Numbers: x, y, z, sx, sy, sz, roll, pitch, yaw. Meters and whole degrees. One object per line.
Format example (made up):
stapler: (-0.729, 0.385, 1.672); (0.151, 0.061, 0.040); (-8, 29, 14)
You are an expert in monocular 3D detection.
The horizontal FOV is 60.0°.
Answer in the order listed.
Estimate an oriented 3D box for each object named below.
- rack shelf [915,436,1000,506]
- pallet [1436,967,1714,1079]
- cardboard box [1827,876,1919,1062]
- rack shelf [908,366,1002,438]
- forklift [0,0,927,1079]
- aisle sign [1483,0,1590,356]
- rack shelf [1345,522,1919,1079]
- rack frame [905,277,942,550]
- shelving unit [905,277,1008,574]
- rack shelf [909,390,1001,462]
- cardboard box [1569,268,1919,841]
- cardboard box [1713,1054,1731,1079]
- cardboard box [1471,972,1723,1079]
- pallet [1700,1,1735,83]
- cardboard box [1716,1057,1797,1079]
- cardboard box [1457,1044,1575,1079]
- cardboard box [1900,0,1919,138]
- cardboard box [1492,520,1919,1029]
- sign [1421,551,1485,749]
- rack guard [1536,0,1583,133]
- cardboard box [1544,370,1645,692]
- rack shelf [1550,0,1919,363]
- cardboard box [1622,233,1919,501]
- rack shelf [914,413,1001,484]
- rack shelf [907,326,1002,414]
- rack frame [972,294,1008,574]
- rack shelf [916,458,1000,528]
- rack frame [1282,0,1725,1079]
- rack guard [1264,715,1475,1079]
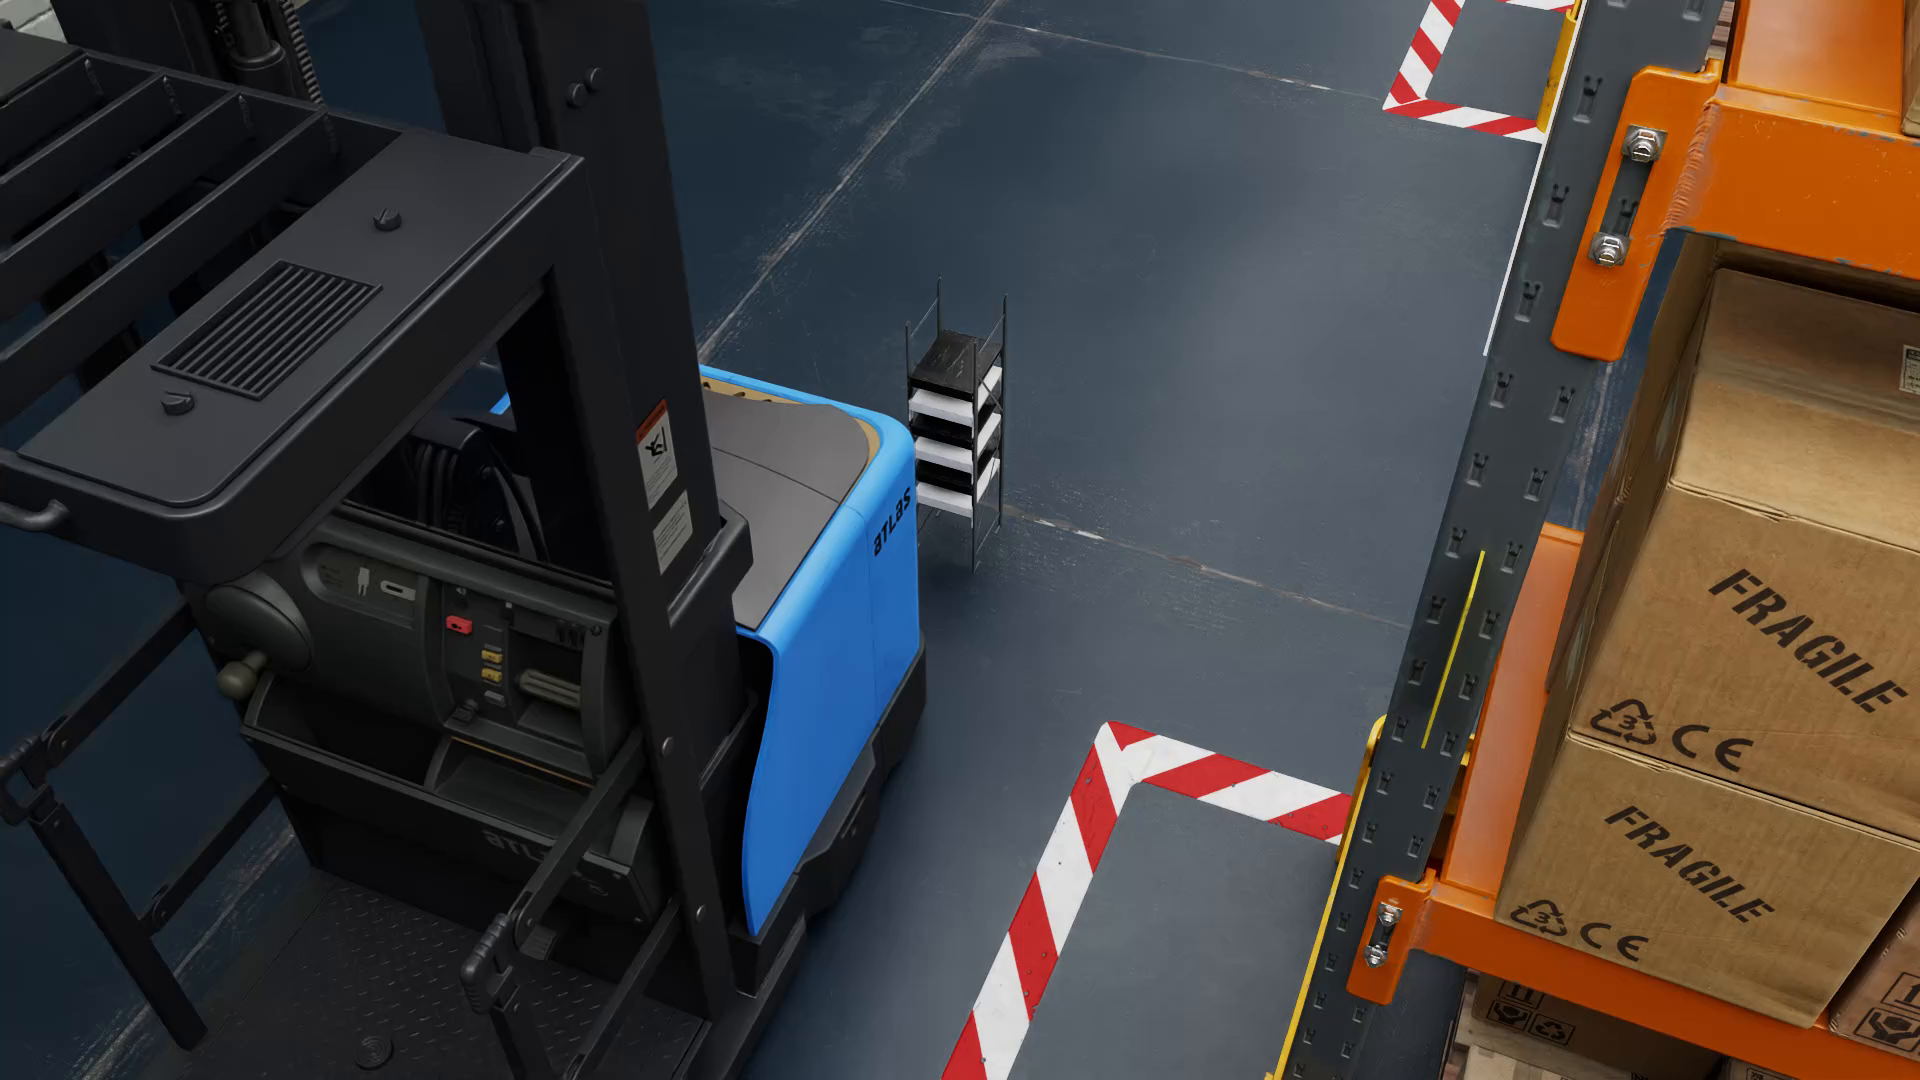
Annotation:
rack shelf: (-0.007, -0.234, 5.022); (0.200, 0.077, 0.258); (16, 47, 16)
pallet: (1.711, 1.337, 3.757); (1.213, 0.211, 1.003); (16, 47, 16)
cardboard box: (1.691, 0.505, 2.544); (0.500, 0.500, 0.500); (16, 47, 15)
rack shelf: (-0.007, -0.425, 4.831); (0.200, 0.077, 0.258); (16, 47, 16)
forklift: (-1.122, 0.267, 2.903); (1.130, 2.935, 3.031); (16, 47, 16)
aisle sign: (0.729, -0.637, 1.920); (0.004, 0.787, 0.394); (16, 47, 16)
rack shelf: (2.750, 0.910, 2.719); (4.000, 0.370, 1.077); (16, 47, 16)
rack frame: (-0.101, -0.349, 4.963); (0.006, 0.900, 0.240); (16, 47, 16)
shelving unit: (-0.007, -0.321, 4.935); (0.210, 0.900, 0.258); (16, 47, 16)
rack shelf: (-0.007, -0.361, 4.895); (0.200, 0.077, 0.258); (16, 47, 16)
cardboard box: (1.213, 0.014, 2.329); (0.500, 0.500, 0.500); (18, 48, 17)
cardboard box: (1.840, 1.116, 3.698); (0.250, 0.166, 0.380); (16, 47, 16)
cardboard box: (1.501, 0.830, 3.750); (0.500, 0.500, 0.500); (16, 47, 16)
pallet: (3.561, -1.874, 6.983); (1.213, 0.211, 1.003); (16, 47, 16)
cardboard box: (1.759, 1.399, 3.355); (0.500, 0.250, 0.500); (16, 47, 16)
cardboard box: (1.159, 1.304, 3.522); (0.250, 0.149, 0.380); (16, 47, 16)
cardboard box: (1.281, -0.593, 1.699); (0.500, 0.250, 0.500); (16, 47, 16)
cardboard box: (1.213, 0.369, 2.682); (0.500, 0.500, 0.500); (17, 47, 17)
sign: (0.696, 0.159, 2.350); (0.005, 0.325, 0.100); (16, 47, 16)
rack guard: (2.788, -2.223, 7.130); (0.348, 0.500, 1.175); (16, 47, 16)
cardboard box: (1.423, 0.021, 3.031); (0.500, 0.500, 0.500); (18, 48, 17)
rack shelf: (2.750, -0.153, 1.661); (4.000, 0.370, 1.077); (16, 47, 16)
cardboard box: (1.421, -0.336, 2.681); (0.500, 0.500, 0.500); (16, 47, 15)
rack shelf: (-0.007, -0.298, 4.958); (0.200, 0.077, 0.258); (16, 47, 16)
rack shelf: (-0.007, -0.489, 4.768); (0.200, 0.077, 0.258); (16, 47, 16)
rack frame: (0.086, -0.294, 4.907); (0.006, 0.900, 0.240); (16, 47, 16)
rack shelf: (-0.007, -0.170, 5.085); (0.200, 0.077, 0.258); (16, 47, 16)
rack frame: (0.905, 0.112, 3.011); (0.127, 3.000, 1.000); (16, 47, 16)
rack guard: (0.975, 1.019, 3.872); (0.348, 0.500, 1.175); (16, 47, 16)
